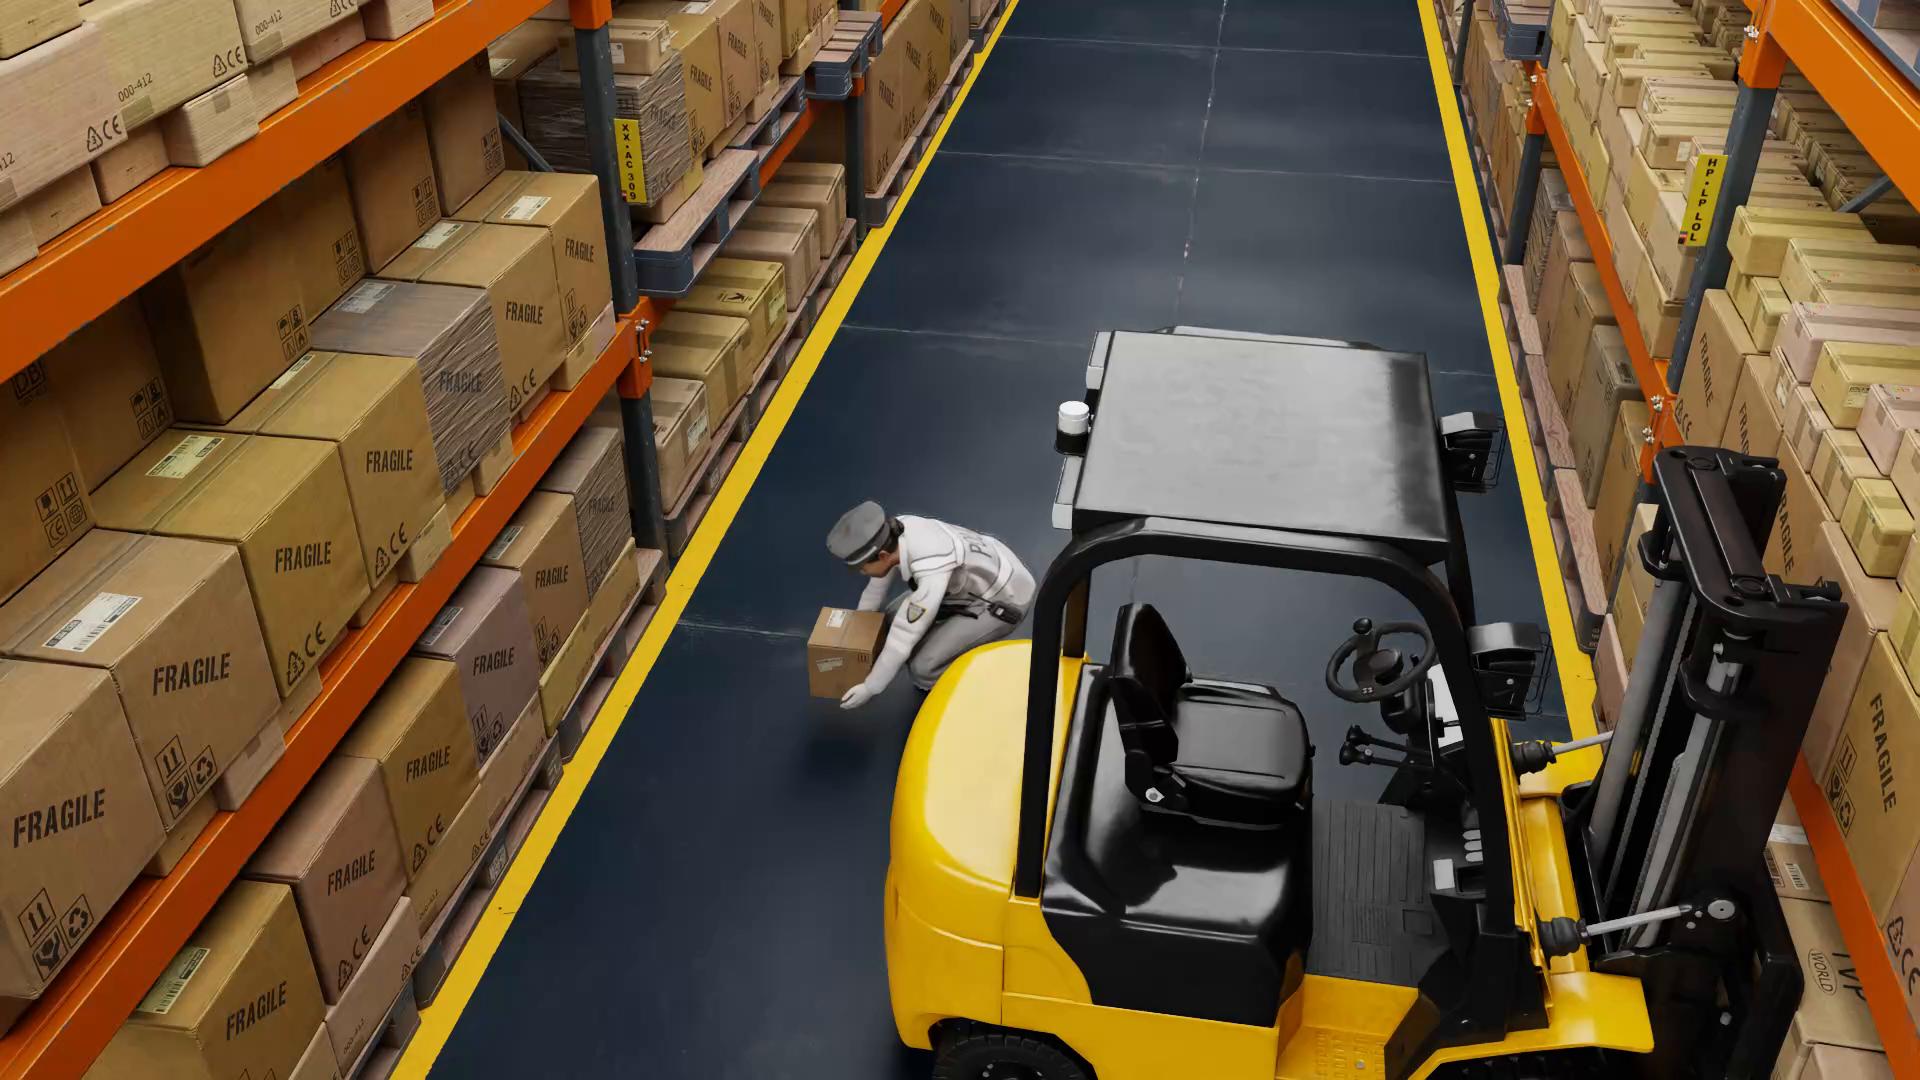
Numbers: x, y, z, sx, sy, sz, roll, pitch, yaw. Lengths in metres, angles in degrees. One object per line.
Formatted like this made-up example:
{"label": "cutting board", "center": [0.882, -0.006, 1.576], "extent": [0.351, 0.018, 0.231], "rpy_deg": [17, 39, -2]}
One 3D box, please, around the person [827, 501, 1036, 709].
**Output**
{"label": "person", "center": [-0.109, 0.250, 6.376], "extent": [0.818, 0.993, 0.494], "rpy_deg": [-11, 34, -16]}
